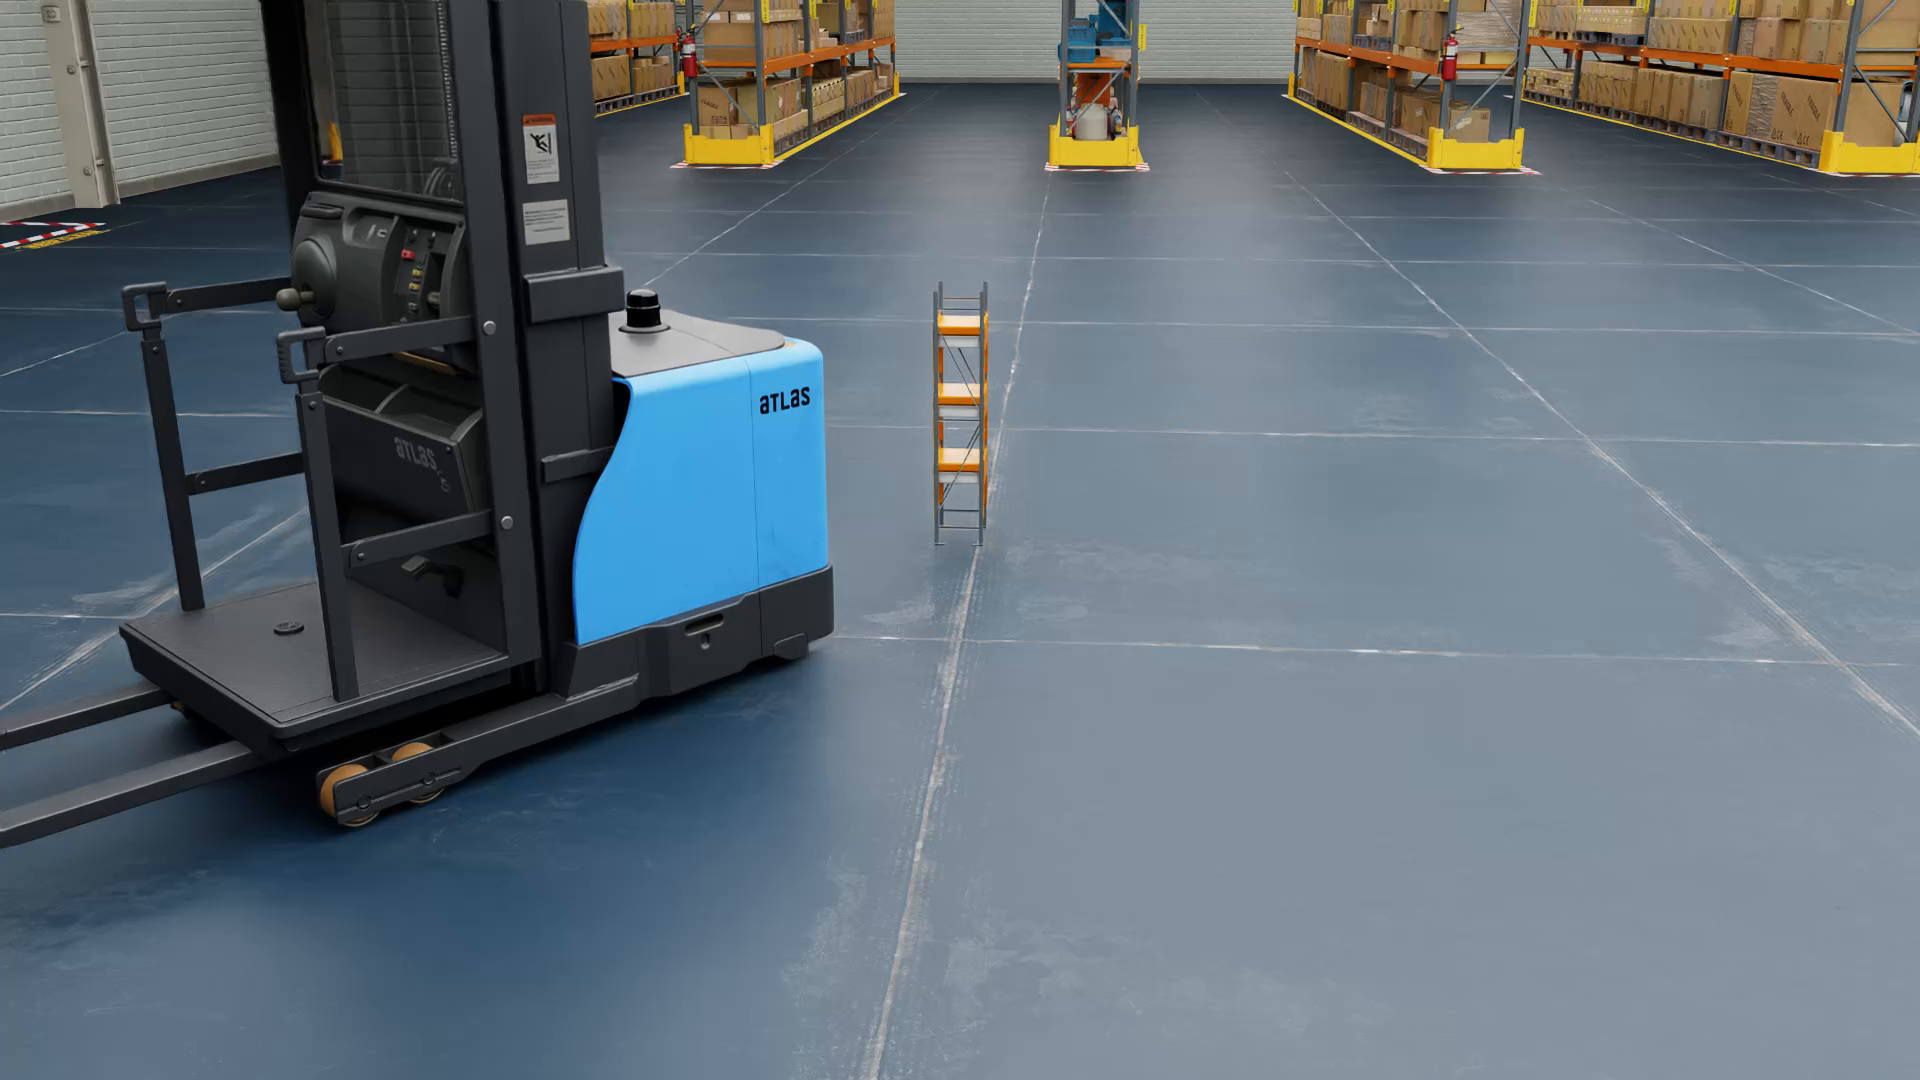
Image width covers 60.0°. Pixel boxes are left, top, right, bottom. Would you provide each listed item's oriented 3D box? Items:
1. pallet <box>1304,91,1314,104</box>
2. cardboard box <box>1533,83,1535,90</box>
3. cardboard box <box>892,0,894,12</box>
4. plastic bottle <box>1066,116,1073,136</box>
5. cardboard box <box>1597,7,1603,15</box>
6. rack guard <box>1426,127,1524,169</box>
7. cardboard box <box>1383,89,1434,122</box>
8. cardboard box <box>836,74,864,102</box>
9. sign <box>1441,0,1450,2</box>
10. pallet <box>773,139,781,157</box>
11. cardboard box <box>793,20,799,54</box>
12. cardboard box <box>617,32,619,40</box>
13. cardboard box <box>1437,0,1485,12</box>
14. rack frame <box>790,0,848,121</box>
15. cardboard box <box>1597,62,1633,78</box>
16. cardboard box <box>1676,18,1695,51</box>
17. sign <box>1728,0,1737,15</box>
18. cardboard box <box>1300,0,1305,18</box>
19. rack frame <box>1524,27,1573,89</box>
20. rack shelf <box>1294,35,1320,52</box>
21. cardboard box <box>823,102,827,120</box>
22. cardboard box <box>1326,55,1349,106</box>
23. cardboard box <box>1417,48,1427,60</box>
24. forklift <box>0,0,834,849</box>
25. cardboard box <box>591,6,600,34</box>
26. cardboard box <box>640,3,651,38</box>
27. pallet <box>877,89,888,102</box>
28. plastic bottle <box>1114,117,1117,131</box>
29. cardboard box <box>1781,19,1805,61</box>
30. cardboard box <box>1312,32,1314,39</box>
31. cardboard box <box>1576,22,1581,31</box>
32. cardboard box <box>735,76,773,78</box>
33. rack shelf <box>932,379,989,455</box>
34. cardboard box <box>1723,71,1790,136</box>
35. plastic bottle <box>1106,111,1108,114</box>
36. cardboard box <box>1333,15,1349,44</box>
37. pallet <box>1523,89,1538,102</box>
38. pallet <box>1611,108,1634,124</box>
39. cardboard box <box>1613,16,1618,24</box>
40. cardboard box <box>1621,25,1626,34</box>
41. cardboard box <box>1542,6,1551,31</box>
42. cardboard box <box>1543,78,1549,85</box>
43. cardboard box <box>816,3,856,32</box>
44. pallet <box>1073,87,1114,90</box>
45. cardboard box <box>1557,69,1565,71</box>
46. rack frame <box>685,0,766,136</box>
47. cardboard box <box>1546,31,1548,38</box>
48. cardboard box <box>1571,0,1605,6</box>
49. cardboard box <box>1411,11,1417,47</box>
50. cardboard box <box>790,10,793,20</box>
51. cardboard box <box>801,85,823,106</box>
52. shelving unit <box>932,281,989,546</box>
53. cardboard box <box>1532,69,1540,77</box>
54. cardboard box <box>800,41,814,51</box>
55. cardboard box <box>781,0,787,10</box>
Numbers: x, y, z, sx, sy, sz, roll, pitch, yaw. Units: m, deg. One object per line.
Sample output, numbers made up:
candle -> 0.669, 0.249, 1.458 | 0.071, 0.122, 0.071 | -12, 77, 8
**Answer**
pallet -> 7.843, -9.339, 35.087 | 1.003, 0.211, 1.213 | 1, 18, 4
cardboard box -> 12.558, -9.757, 35.785 | 0.380, 0.149, 0.250 | 1, 18, 4
cardboard box -> -1.726, -11.893, 36.635 | 0.500, 0.500, 0.500 | 1, 18, 3
plastic bottle -> 1.565, -6.006, 24.104 | 0.152, 0.276, 0.135 | 1, 18, 4
cardboard box -> 11.987, -9.757, 30.657 | 0.380, 0.149, 0.250 | 2, 18, 6
rack guard -> 6.770, -5.159, 21.865 | 1.175, 0.500, 0.348 | 1, 18, 4
cardboard box -> 7.170, -6.925, 26.547 | 0.700, 0.500, 0.500 | 1, 18, 4
cardboard box -> -2.119, -8.667, 31.864 | 0.500, 0.500, 0.500 | 1, 18, 2
sign -> 6.213, -7.042, 21.231 | 0.100, 0.325, 0.005 | 1, 18, 4
pallet -> -3.102, -5.459, 23.244 | 1.003, 0.211, 1.213 | 1, 18, 4
cardboard box -> -2.854, -7.697, 25.437 | 0.700, 0.500, 0.500 | 1, 18, 2
cardboard box -> -6.996, -10.002, 33.003 | 0.380, 0.149, 0.250 | 2, 18, 6
cardboard box -> 6.558, -7.164, 21.724 | 0.500, 0.500, 0.500 | 1, 18, 4
rack frame -> -2.542, -9.030, 29.664 | 1.000, 3.000, 0.127 | 1, 18, 4
cardboard box -> 12.172, -8.729, 30.880 | 0.500, 0.250, 0.500 | 2, 18, 6
cardboard box -> 11.869, -8.111, 26.698 | 0.500, 0.500, 0.500 | 1, 18, 3
sign -> 11.450, -7.945, 24.621 | 0.100, 0.325, 0.005 | 1, 18, 4
cardboard box -> 7.572, -11.421, 35.519 | 0.500, 0.500, 0.500 | 1, 18, 3
rack frame -> 12.852, -11.150, 36.135 | 1.000, 3.000, 0.127 | 1, 18, 4
rack shelf -> 7.769, -10.329, 34.785 | 1.077, 0.370, 4.000 | 1, 18, 4
cardboard box -> -2.480, -7.120, 27.577 | 0.500, 0.250, 0.500 | 1, 18, 2
cardboard box -> 7.480, -8.488, 30.749 | 1.225, 0.875, 0.875 | 1, 18, 4
cardboard box -> 6.582, -6.765, 23.156 | 0.380, 0.149, 0.250 | 1, 18, 4
forklift -> -1.820, -0.791, 4.629 | 1.130, 2.935, 3.031 | 17, 24, 41
cardboard box -> -7.110, -9.800, 31.342 | 0.500, 0.500, 0.500 | 1, 18, 4
cardboard box -> -7.084, -10.919, 34.948 | 0.980, 0.700, 0.700 | 1, 18, 3
pallet -> -2.120, -9.540, 35.700 | 1.003, 0.211, 1.213 | 1, 18, 4
plastic bottle -> 2.297, -6.040, 24.214 | 0.097, 0.271, 0.097 | 0, 18, 0
cardboard box -> 11.866, -6.877, 22.851 | 0.875, 0.550, 0.500 | 1, 18, 4
cardboard box -> 7.376, -10.272, 33.859 | 0.380, 0.149, 0.250 | 2, 18, 5
cardboard box -> 12.078, -9.876, 31.975 | 0.380, 0.149, 0.250 | 0, 18, 1
cardboard box -> -3.174, -6.900, 25.701 | 0.500, 0.500, 0.500 | 1, 18, 4
rack shelf -> 0.004, -0.505, 6.814 | 0.215, 0.259, 0.240 | 1, 18, 4
cardboard box -> 11.877, -6.420, 24.435 | 0.875, 0.875, 0.875 | 2, 18, 5
plastic bottle -> 2.190, -6.320, 25.062 | 0.152, 0.276, 0.135 | 1, 18, 4
cardboard box -> 7.240, -9.488, 30.902 | 0.500, 0.500, 0.500 | 2, 18, 5
pallet -> 12.753, -9.550, 35.730 | 1.003, 0.211, 1.213 | 1, 18, 4
pallet -> 12.336, -7.583, 29.727 | 1.003, 0.211, 1.213 | 1, 18, 4
cardboard box -> 11.912, -9.293, 29.719 | 0.380, 0.149, 0.250 | 1, 18, 4
cardboard box -> 11.875, -8.986, 29.260 | 0.380, 0.149, 0.250 | 1, 18, 4
cardboard box -> 12.484, -10.887, 34.694 | 0.500, 0.500, 0.500 | 2, 18, 5
cardboard box -> 12.502, -9.656, 35.001 | 0.380, 0.149, 0.250 | 0, 18, 1
cardboard box -> -2.353, -9.755, 31.042 | 0.700, 0.500, 0.500 | 5, 19, 14
pallet -> 2.874, -9.823, 36.561 | 1.003, 0.211, 1.213 | 1, 18, 4
cardboard box -> 12.992, -10.031, 35.668 | 0.380, 0.149, 0.250 | 2, 18, 5
rack frame -> -3.116, -6.546, 22.082 | 1.000, 3.000, 0.127 | 1, 18, 4
cardboard box -> 12.526, -10.608, 34.884 | 0.380, 0.149, 0.250 | 1, 18, 3
cardboard box -> 12.329, -10.724, 32.590 | 0.500, 0.500, 0.500 | 1, 18, 2
cardboard box -> 6.952, -7.304, 23.758 | 0.875, 0.500, 0.500 | 1, 18, 4
cardboard box -> -2.688, -7.815, 24.753 | 0.380, 0.149, 0.250 | 1, 18, 4
cardboard box -> -2.510, -7.225, 26.997 | 0.500, 0.311, 0.500 | 1, 18, 3
shelving unit -> 0.004, -0.516, 6.810 | 0.215, 1.050, 0.252 | 1, 18, 4
cardboard box -> 12.430, -9.959, 35.448 | 0.380, 0.149, 0.250 | 1, 18, 4
cardboard box -> -2.561, -7.939, 26.738 | 0.380, 0.149, 0.250 | 1, 18, 4
cardboard box -> -2.926, -8.001, 24.281 | 0.700, 0.500, 0.500 | 1, 18, 4
